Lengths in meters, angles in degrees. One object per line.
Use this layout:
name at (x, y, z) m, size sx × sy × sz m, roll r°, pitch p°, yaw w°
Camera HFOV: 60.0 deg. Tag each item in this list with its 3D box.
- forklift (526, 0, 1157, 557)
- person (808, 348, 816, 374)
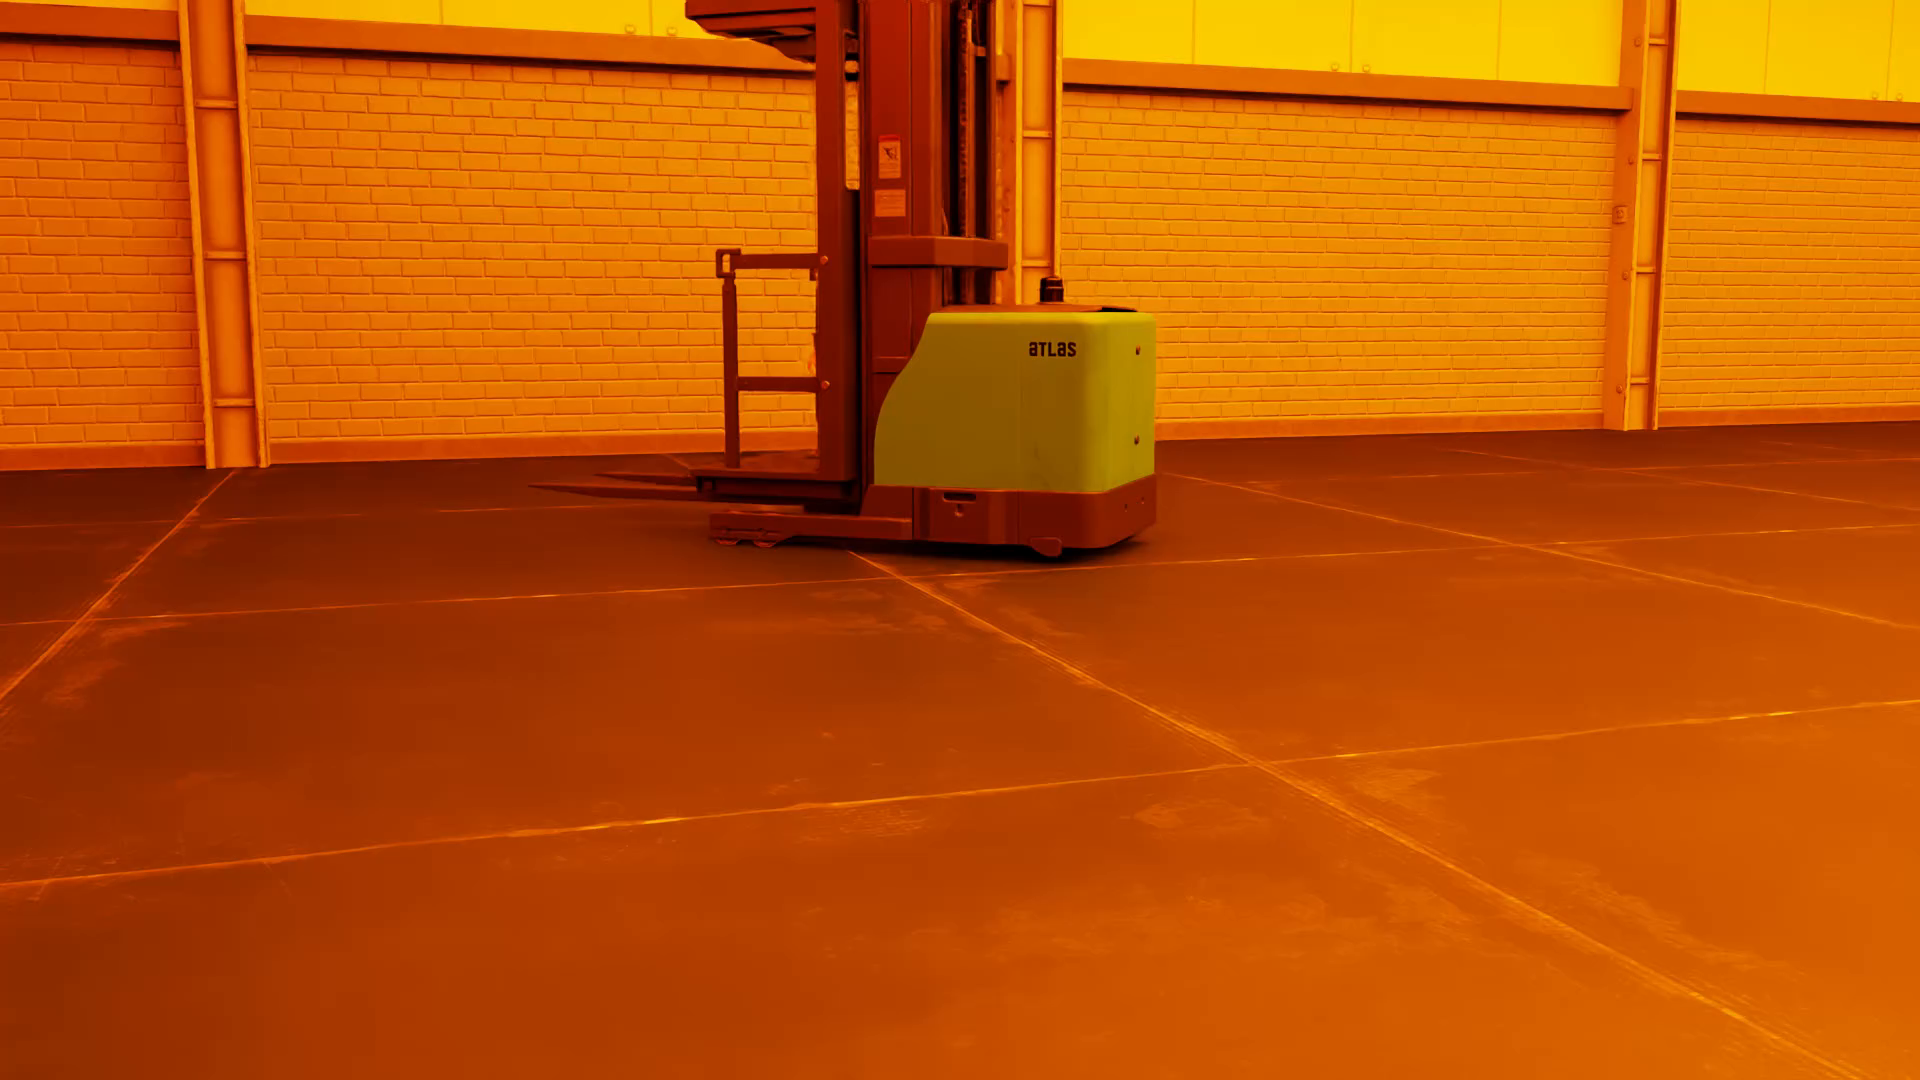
forklift at (-0.631, -1.477, 7.910) m, size 3.031 × 2.935 × 1.130 m, roll 3°, pitch 8°, yaw 20°
person at (-0.649, -1.204, 11.204) m, size 0.754 × 1.517 × 0.452 m, roll 0°, pitch 8°, yaw -3°
